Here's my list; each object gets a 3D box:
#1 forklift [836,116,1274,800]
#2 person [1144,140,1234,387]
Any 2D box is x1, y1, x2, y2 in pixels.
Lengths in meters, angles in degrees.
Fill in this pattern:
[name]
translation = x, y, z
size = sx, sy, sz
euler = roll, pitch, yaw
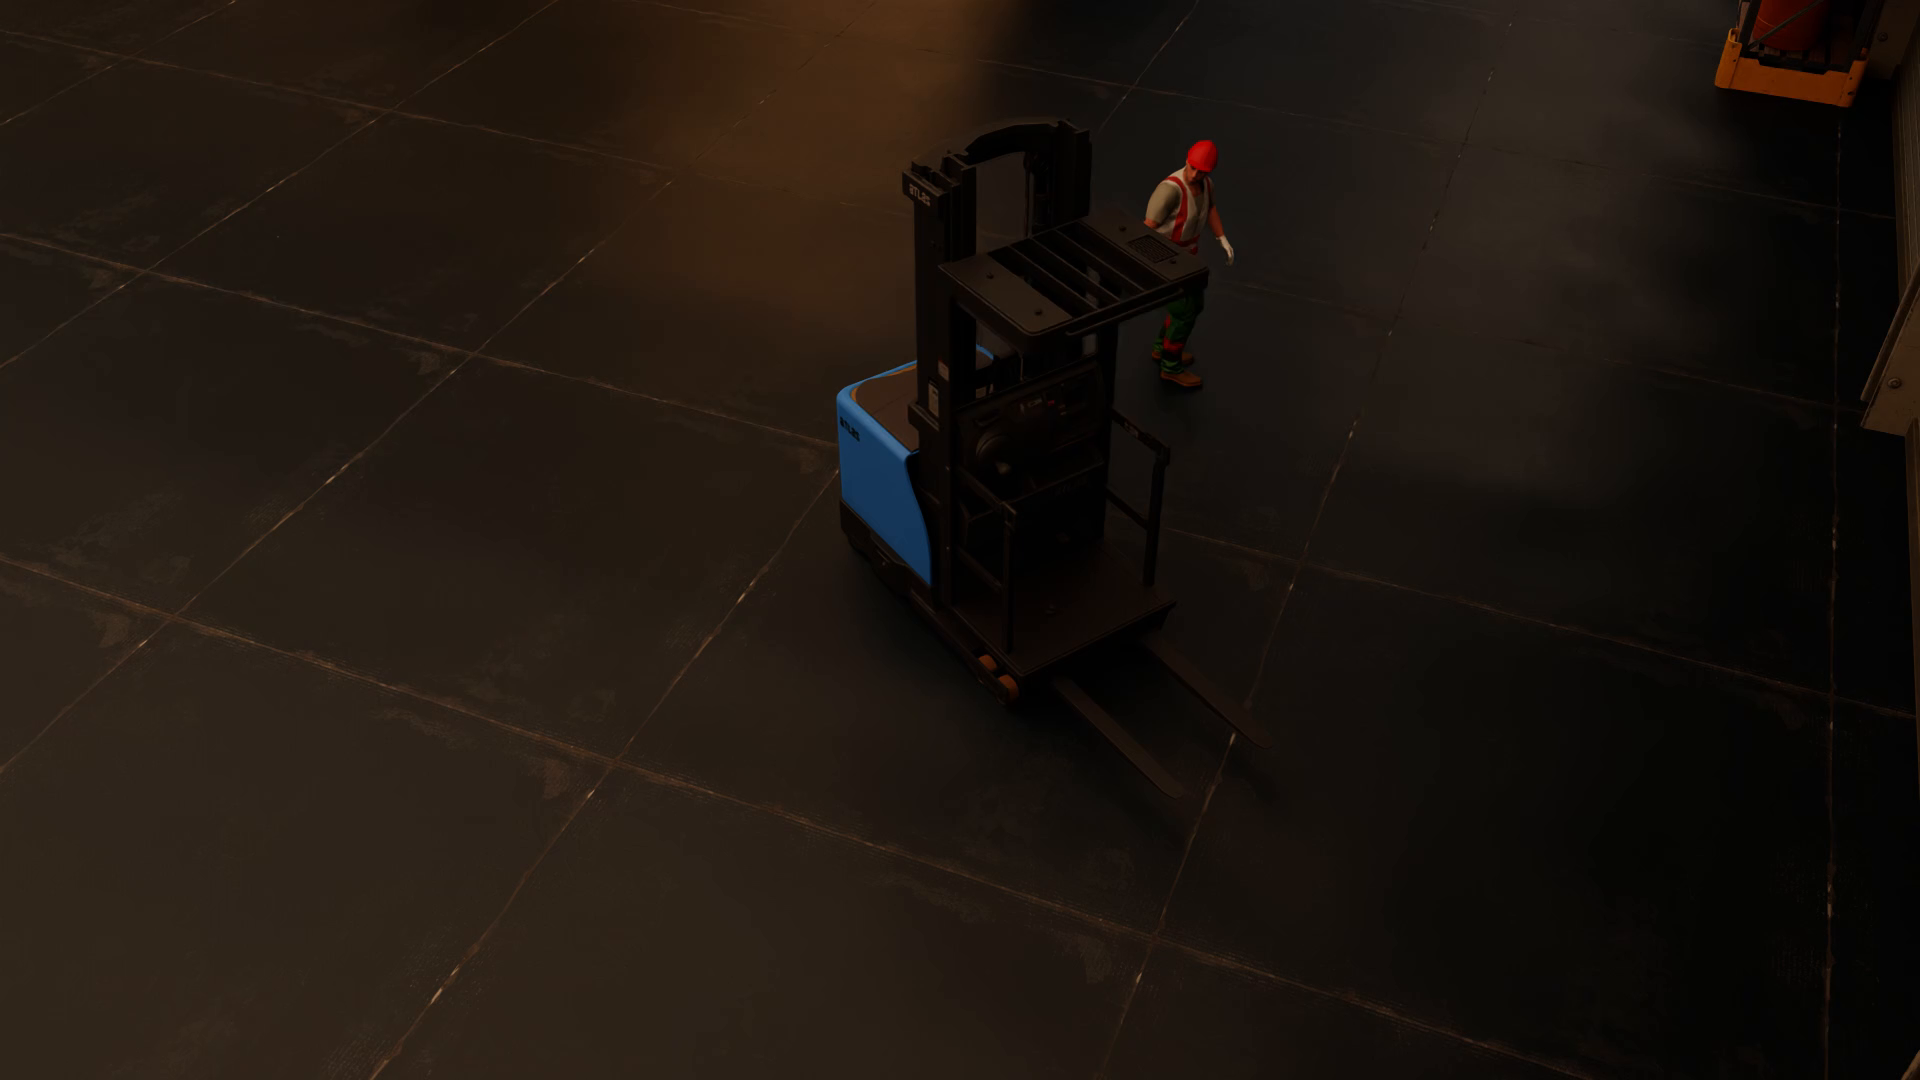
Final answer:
[forklift]
translation = 0.509, -0.567, 8.683
size = 1.130, 2.935, 3.031
euler = -24, 45, -26
[person]
translation = 1.535, -1.883, 11.197
size = 0.515, 1.736, 0.747
euler = 24, 45, 26
